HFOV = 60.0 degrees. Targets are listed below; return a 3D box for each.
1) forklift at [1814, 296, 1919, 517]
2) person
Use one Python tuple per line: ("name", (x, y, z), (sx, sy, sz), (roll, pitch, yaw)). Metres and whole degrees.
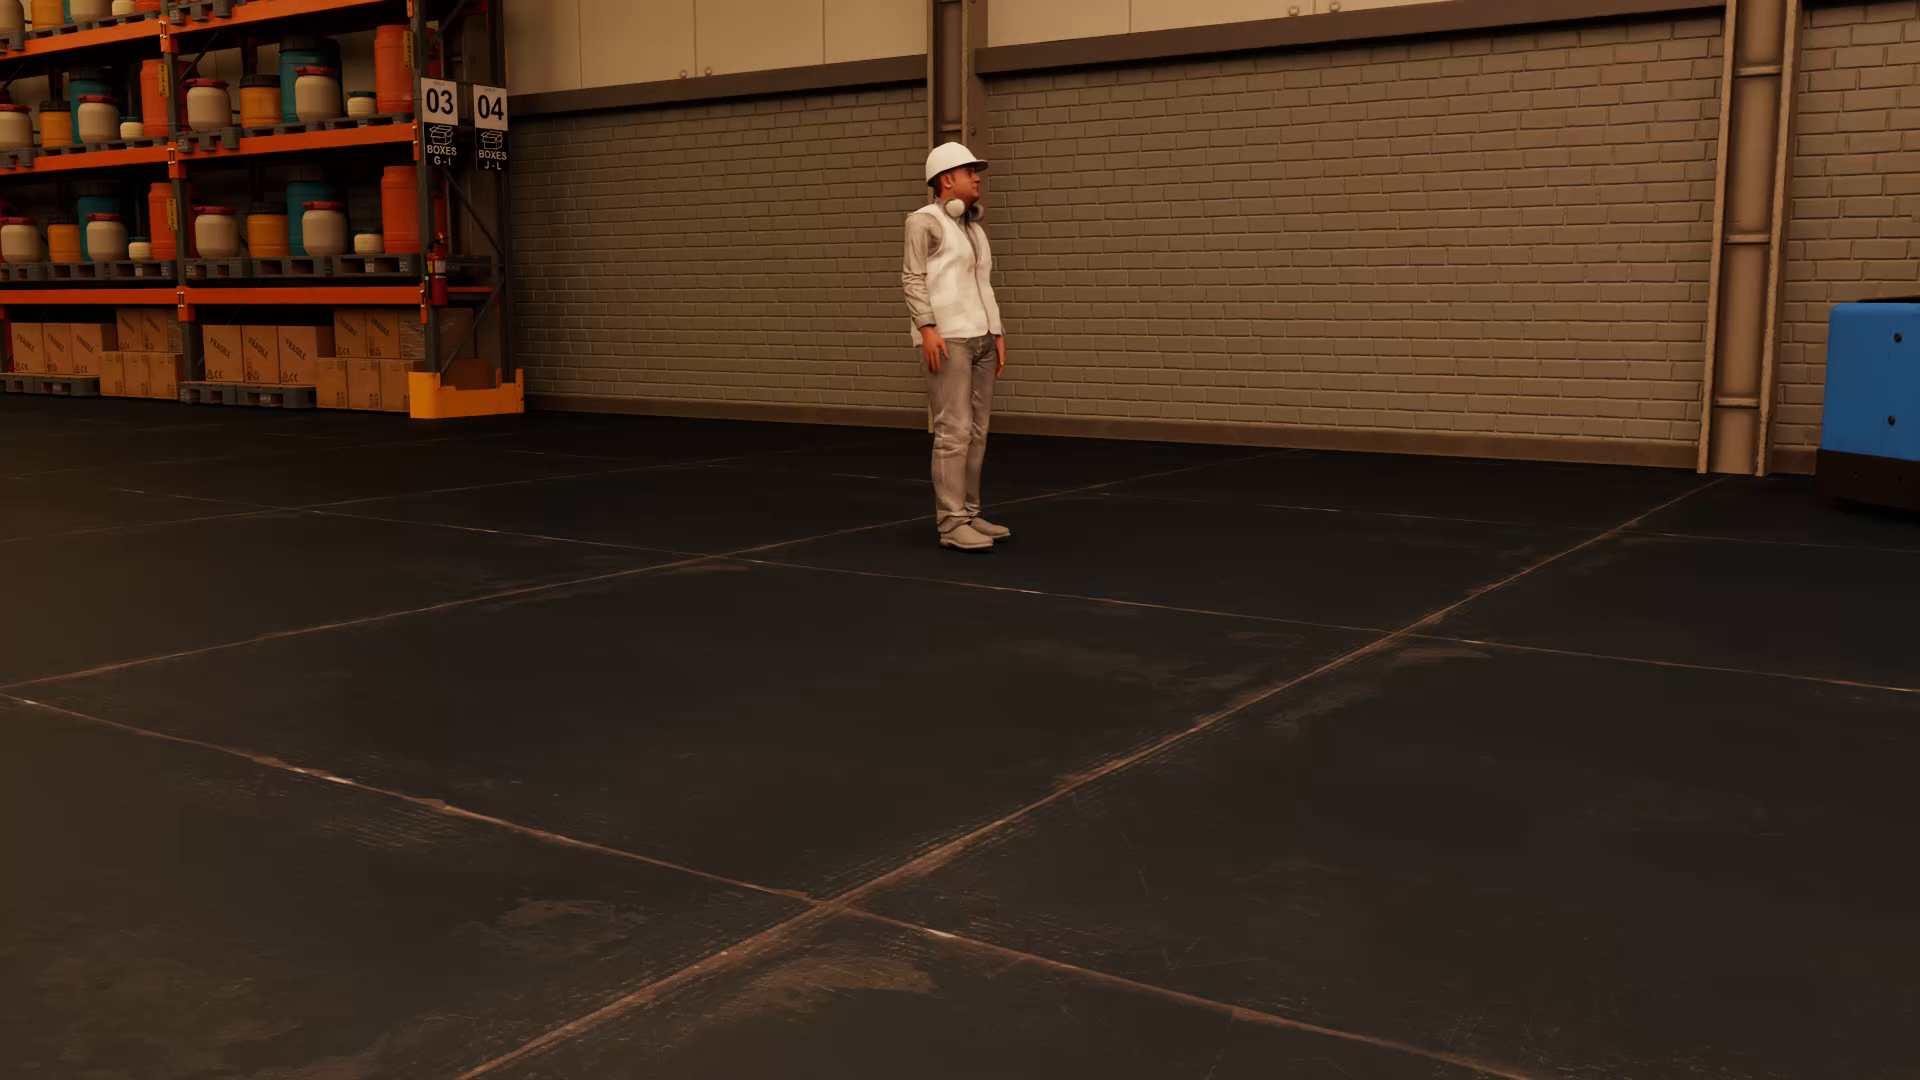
("forklift", (6.080, -1.595, 8.413), (3.031, 2.935, 1.130), (-1, 8, -10))
("person", (0.048, -0.880, 7.437), (0.566, 1.775, 0.634), (5, 10, 34))
